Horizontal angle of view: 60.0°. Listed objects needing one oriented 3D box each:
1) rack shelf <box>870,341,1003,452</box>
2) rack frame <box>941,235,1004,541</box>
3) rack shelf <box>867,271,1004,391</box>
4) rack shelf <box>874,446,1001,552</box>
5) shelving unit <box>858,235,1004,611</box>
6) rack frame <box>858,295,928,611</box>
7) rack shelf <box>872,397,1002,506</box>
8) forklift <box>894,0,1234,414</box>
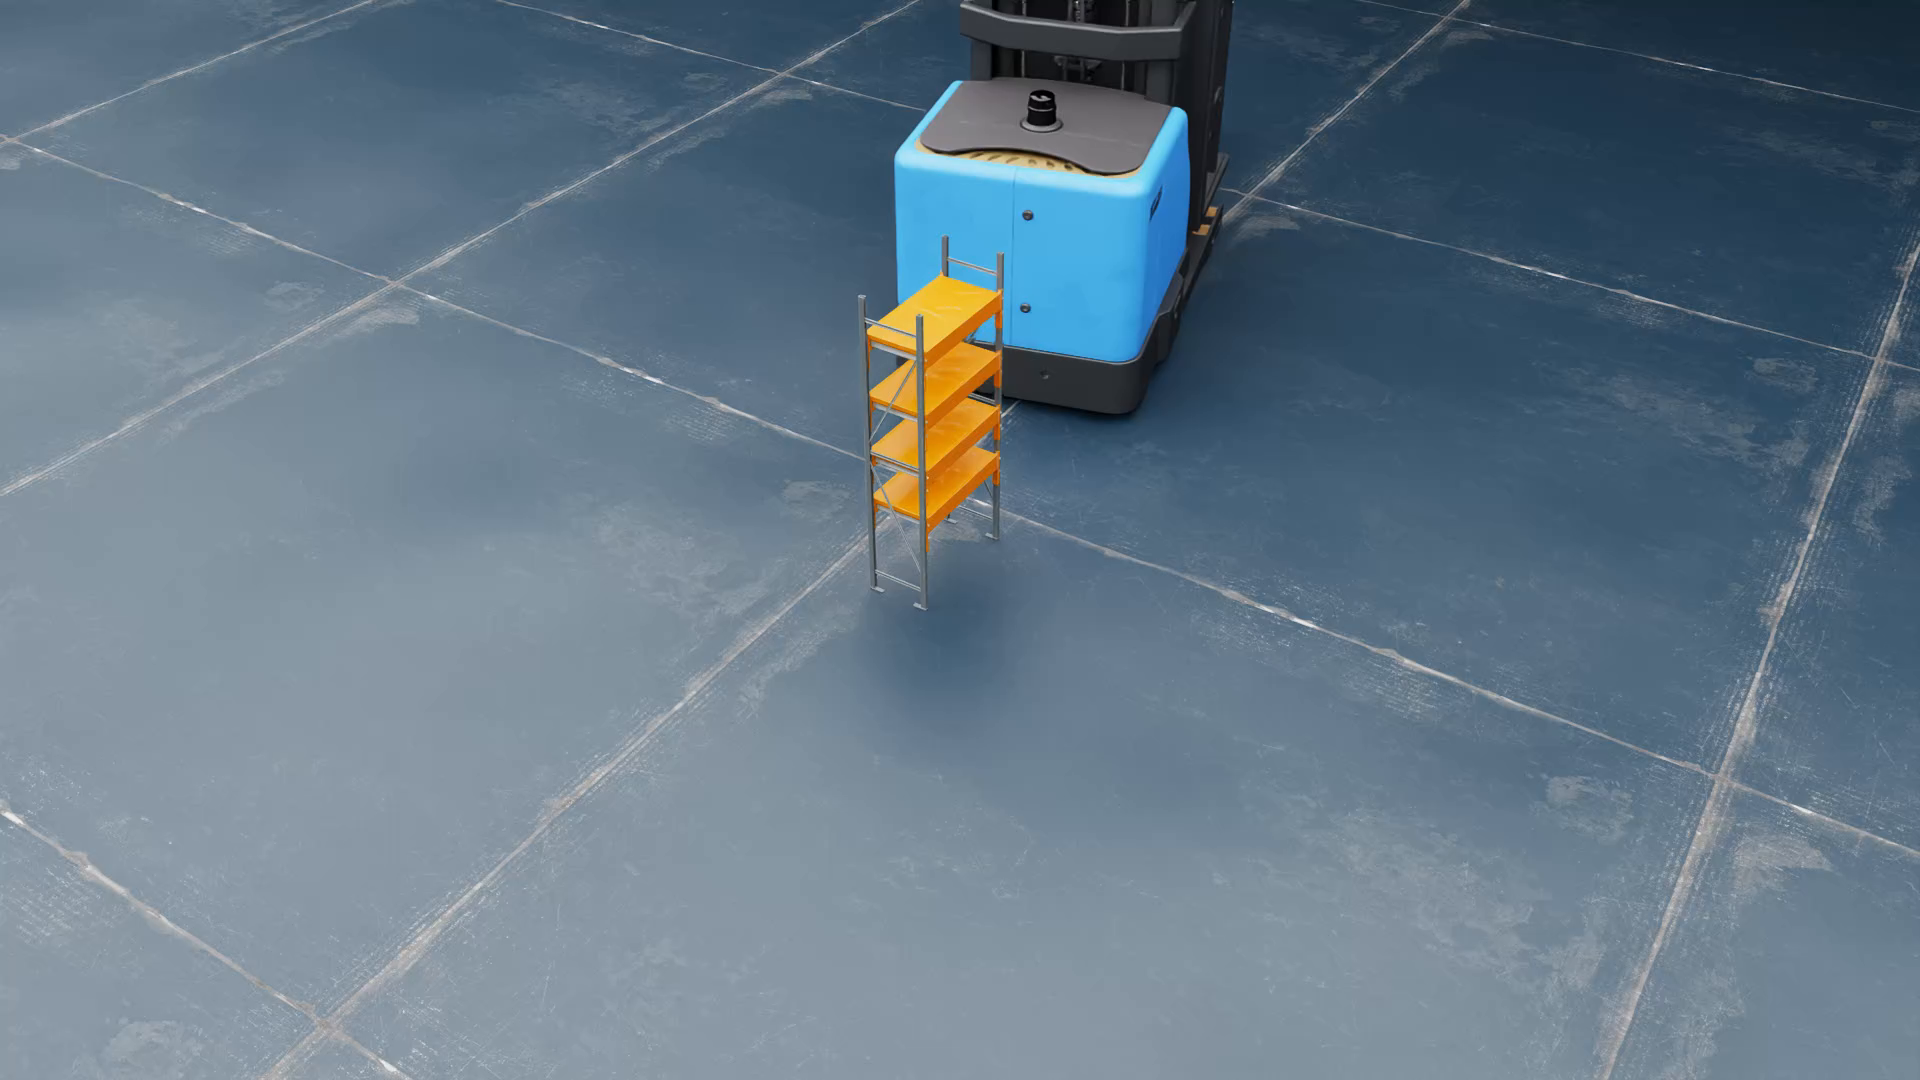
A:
[{"bbox_3d":[-0.089,-0.514,5.677,0.258,0.148,0.480,21,42,25],"label":"rack shelf"},{"bbox_3d":[0.042,-0.516,5.936,0.240,1.200,0.015,21,42,25],"label":"rack frame"},{"bbox_3d":[-0.089,-0.701,5.533,0.258,0.148,0.480,21,42,25],"label":"rack shelf"},{"bbox_3d":[-0.089,-0.179,5.935,0.258,0.148,0.480,21,42,25],"label":"rack shelf"},{"bbox_3d":[-0.089,-0.390,5.773,0.258,1.200,0.503,21,42,25],"label":"shelving unit"},{"bbox_3d":[-0.219,-0.264,5.610,0.240,1.200,0.015,21,42,25],"label":"rack frame"},{"bbox_3d":[-0.089,-0.337,5.814,0.258,0.148,0.480,21,42,25],"label":"rack shelf"},{"bbox_3d":[0.655,-2.579,7.195,1.130,2.935,3.031,11,39,14],"label":"forklift"}]
